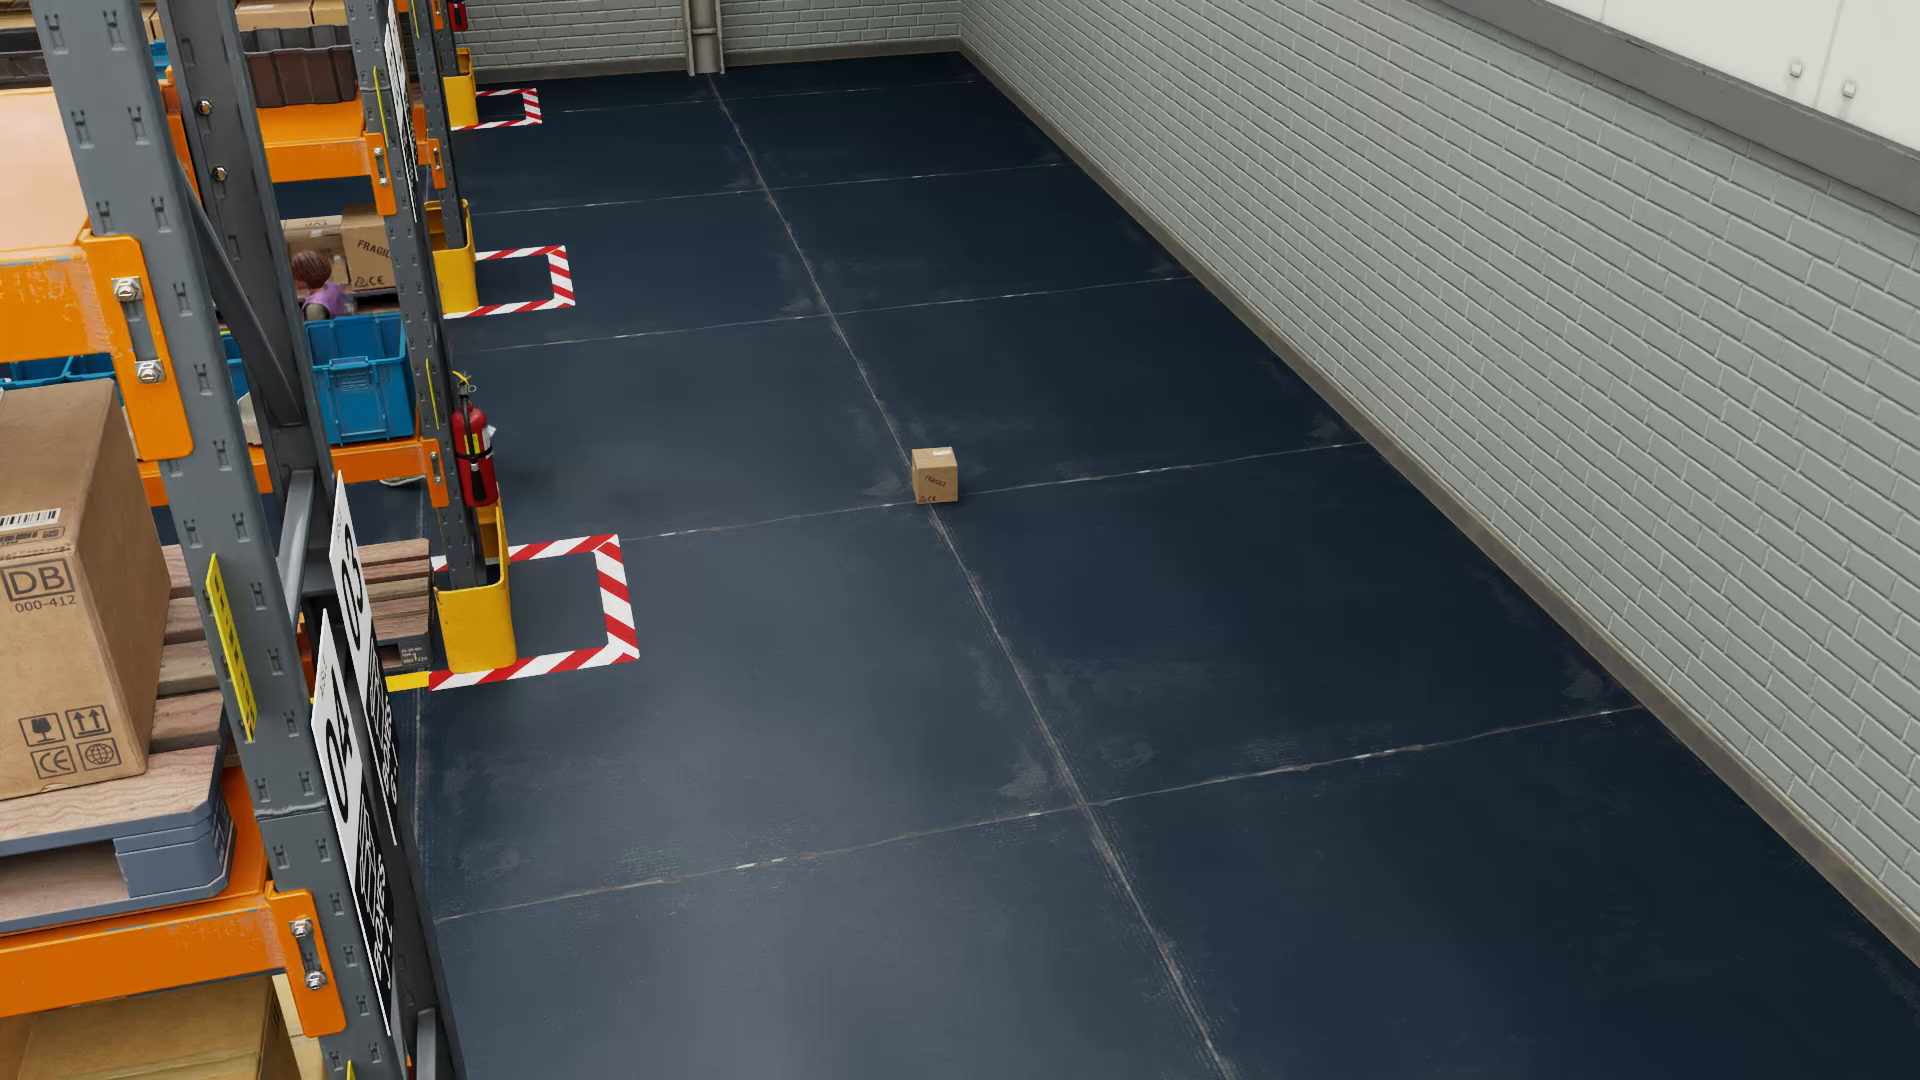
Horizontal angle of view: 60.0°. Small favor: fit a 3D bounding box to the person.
[{"bbox_3d":[-3.768,-0.971,9.847,0.936,1.547,0.438,-6,31,-10],"label":"person"}]
